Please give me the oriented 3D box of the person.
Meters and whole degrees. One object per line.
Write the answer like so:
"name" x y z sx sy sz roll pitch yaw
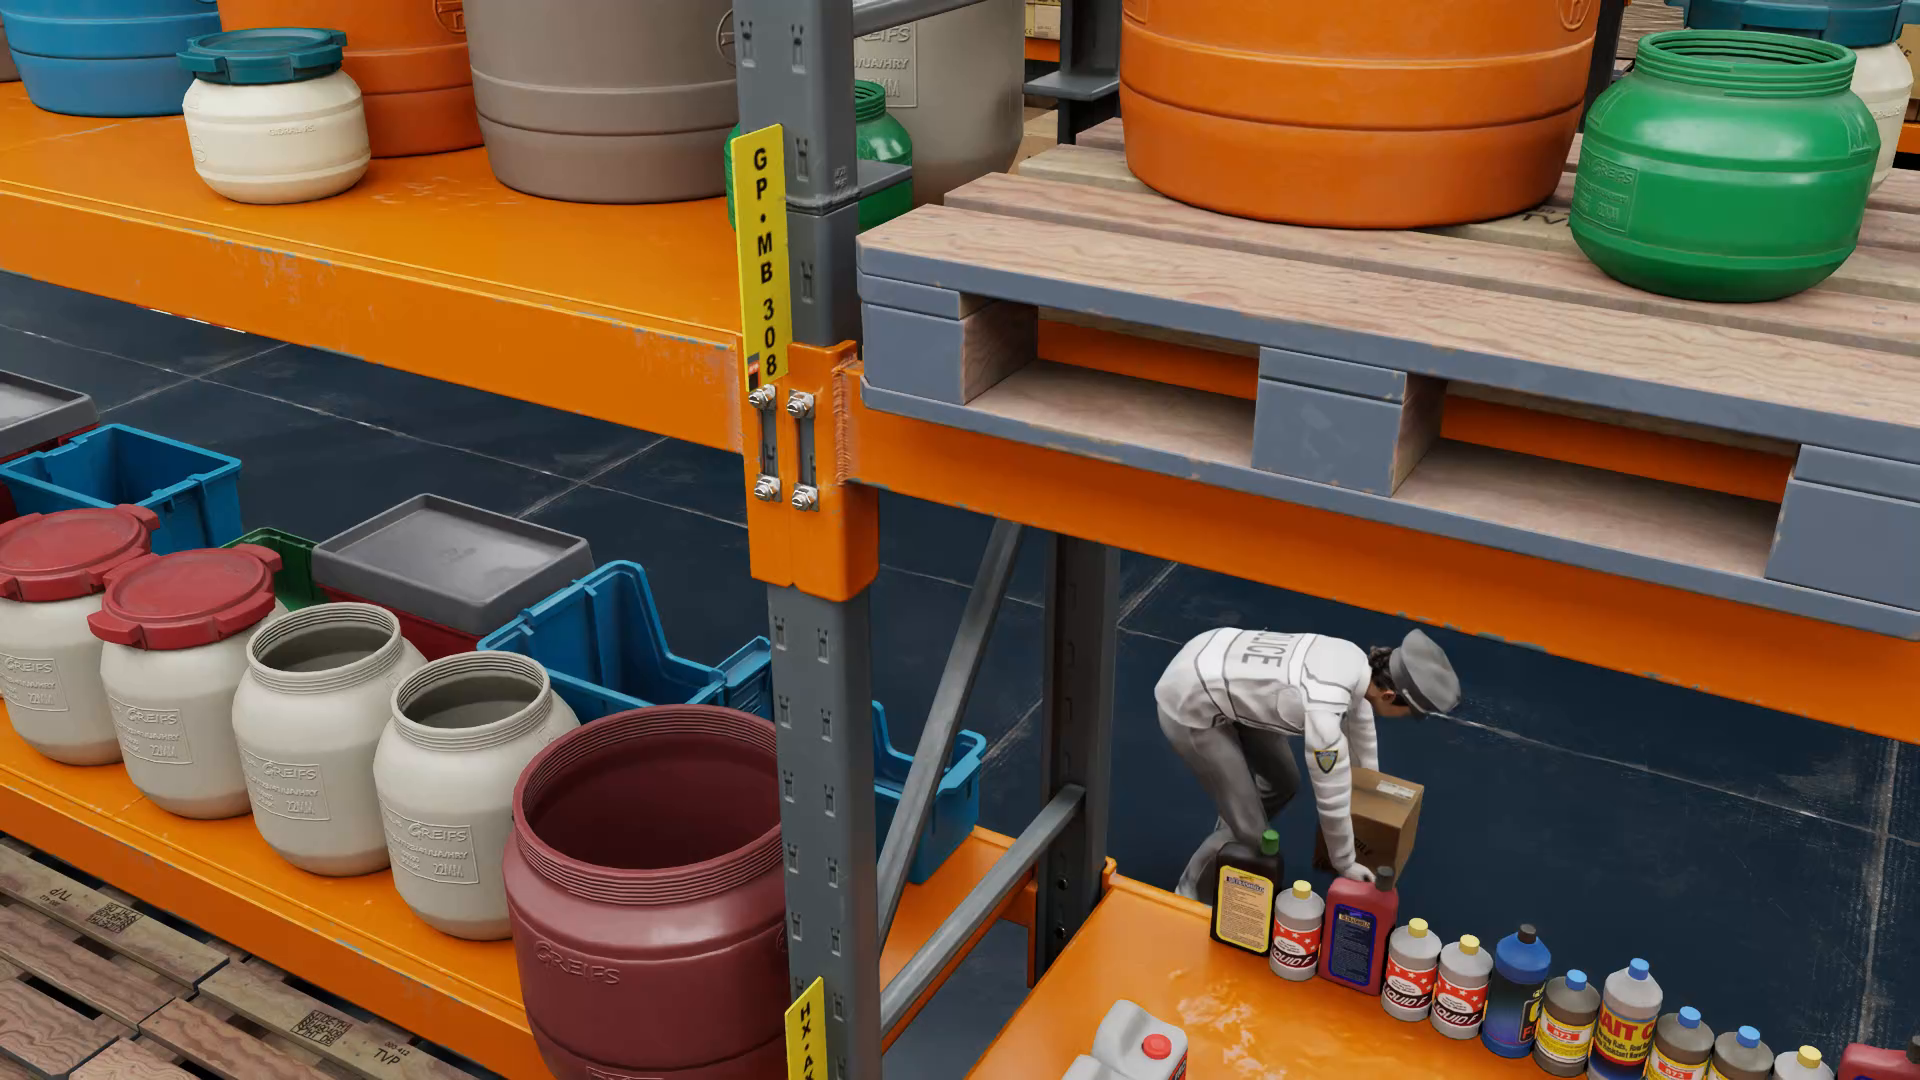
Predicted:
"person" 1.051 0.746 5.218 0.915 1.141 0.440 13 29 24
